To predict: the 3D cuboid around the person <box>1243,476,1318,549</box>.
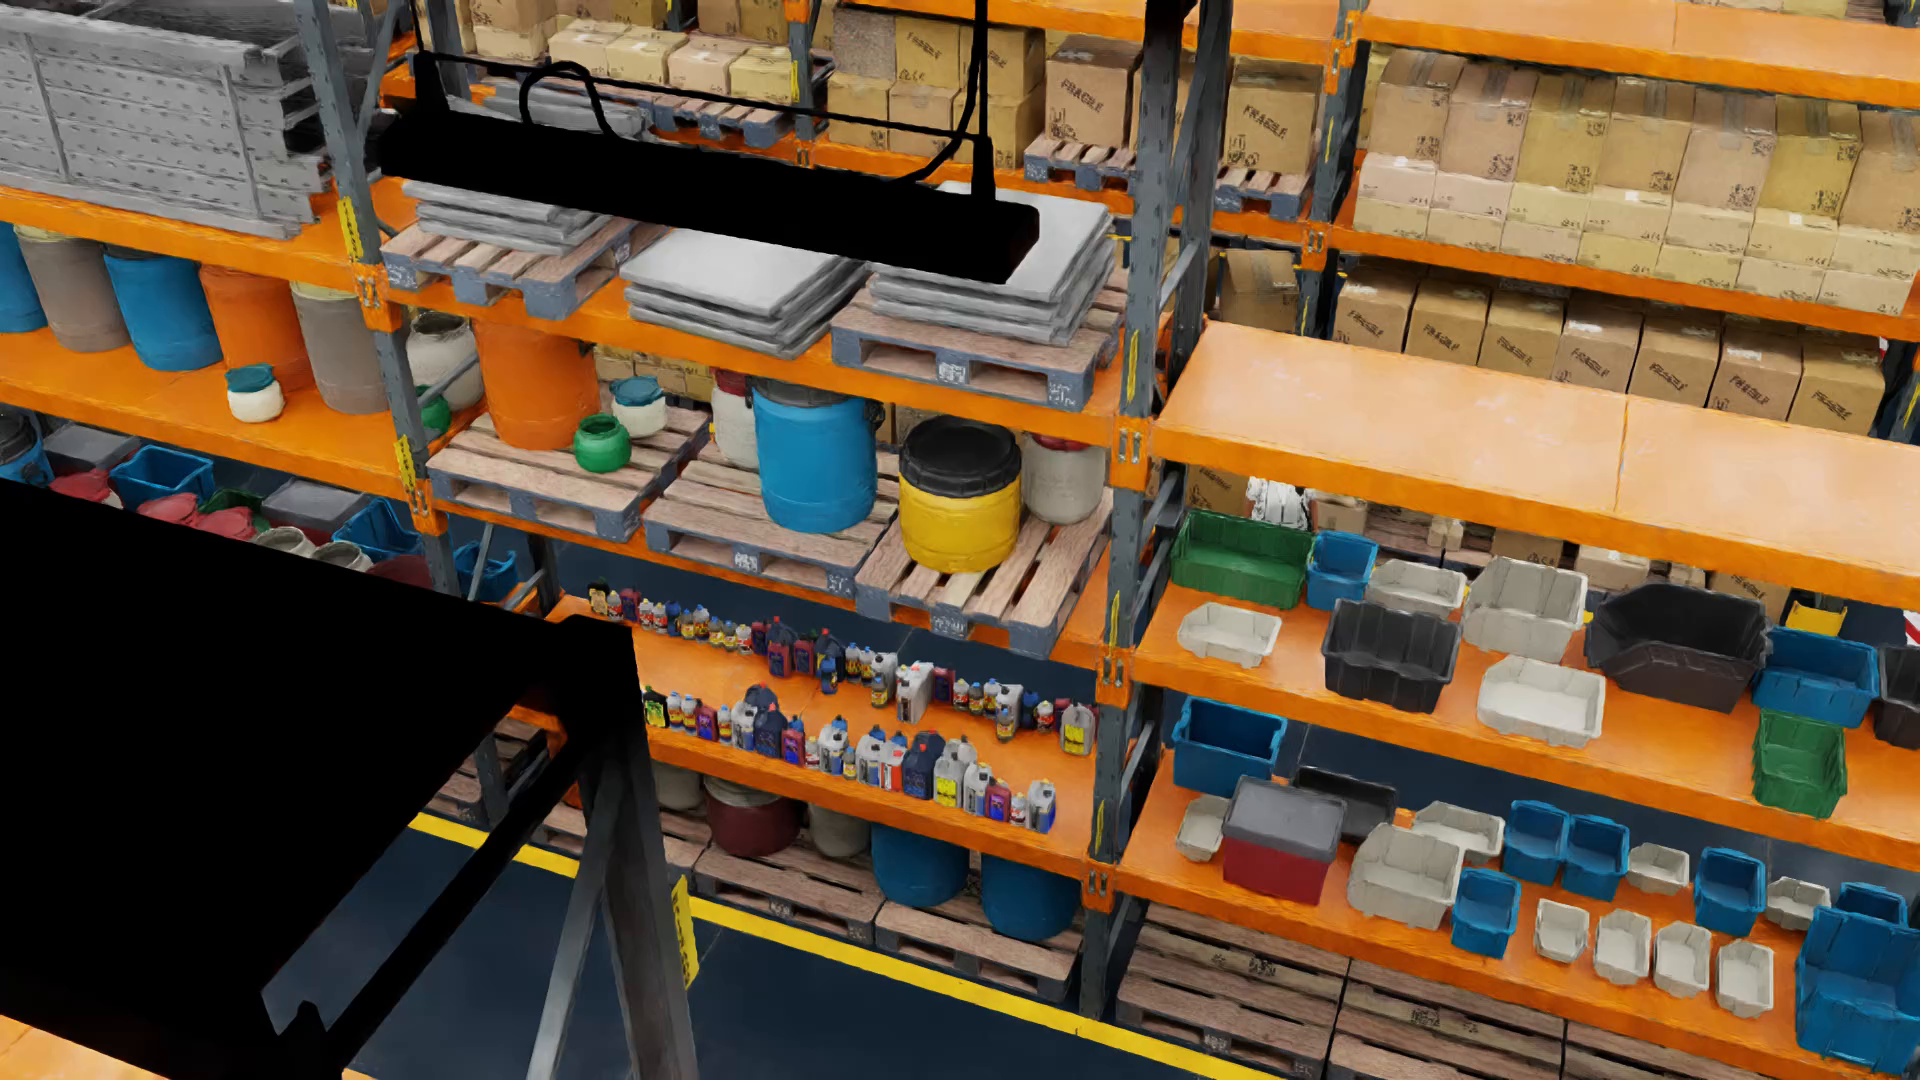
[{"bbox_3d":[2.306,-0.052,12.047,0.611,1.664,0.390,5,37,7],"label":"person"}]
